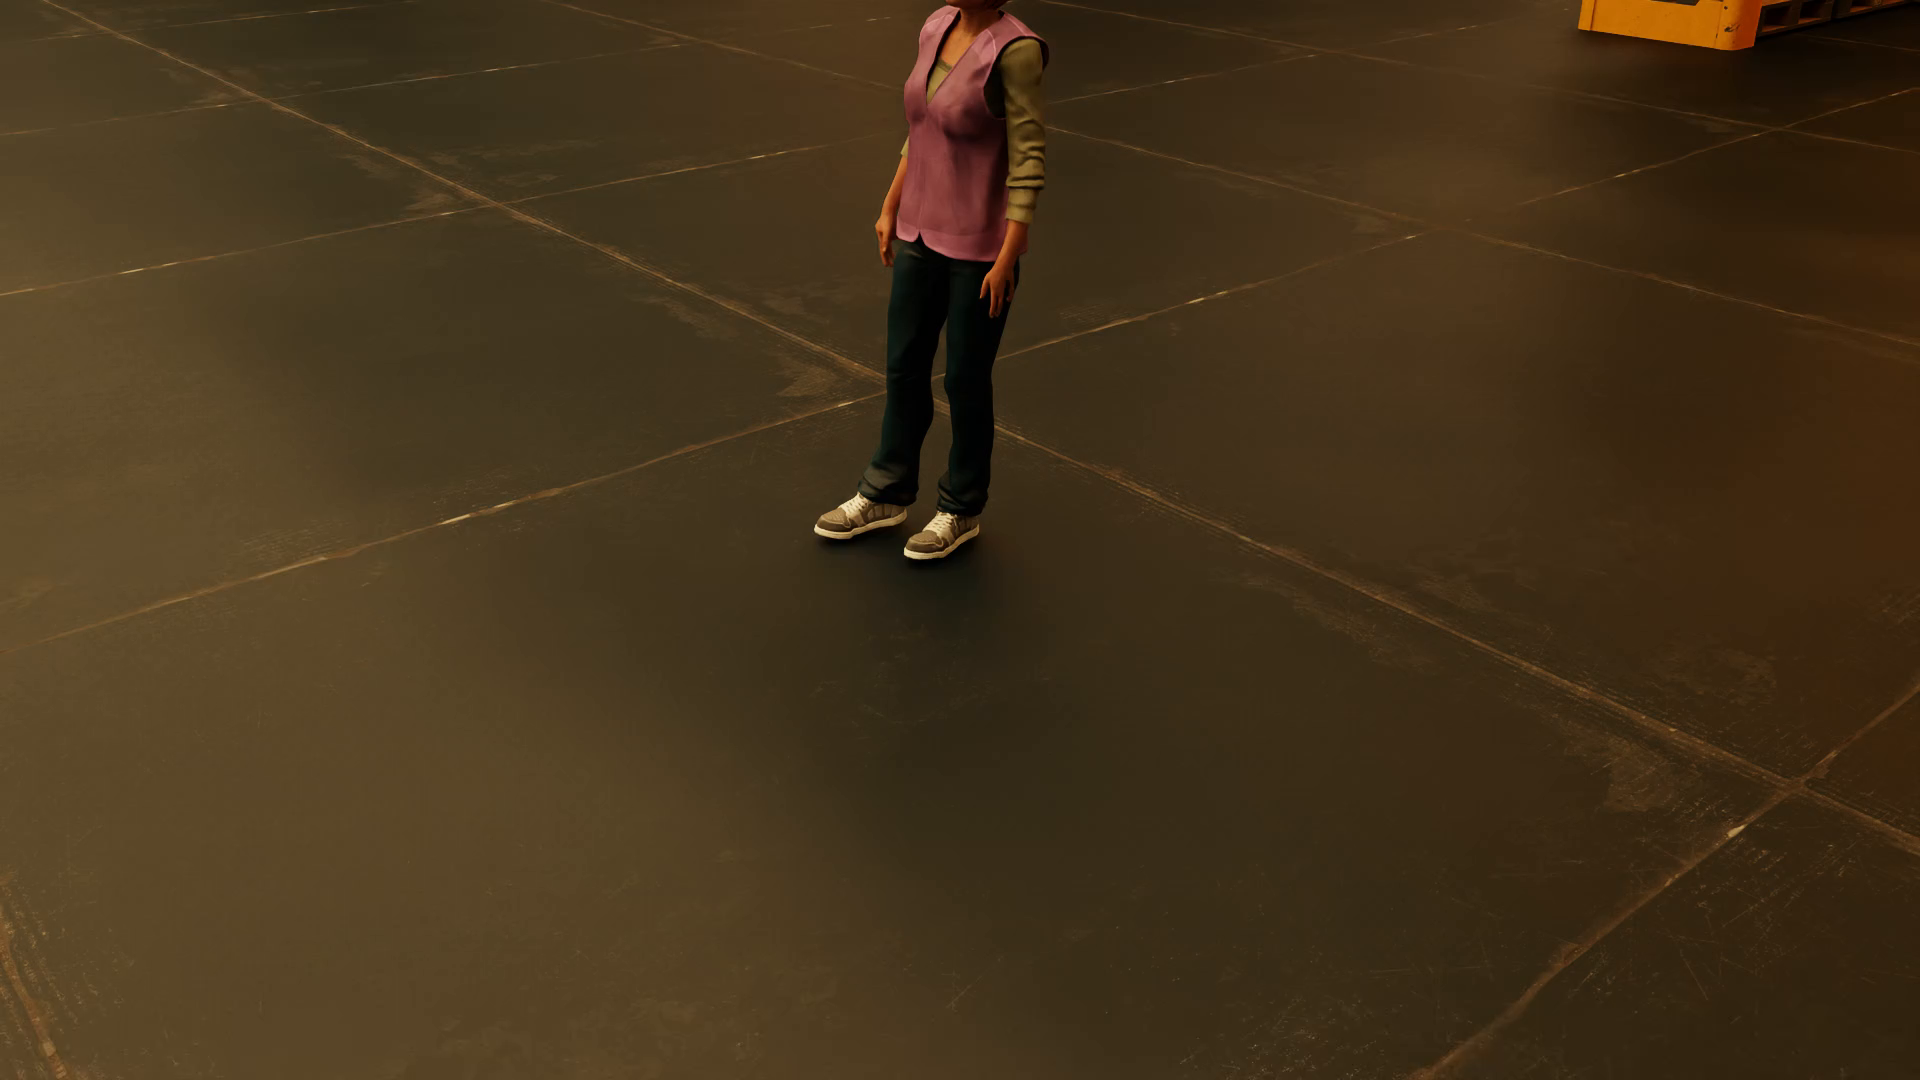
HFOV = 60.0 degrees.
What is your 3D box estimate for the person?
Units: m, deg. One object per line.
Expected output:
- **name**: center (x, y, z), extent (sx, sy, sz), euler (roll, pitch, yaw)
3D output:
- **person**: center (-0.066, -0.699, 4.113), extent (0.473, 1.584, 0.521), euler (-20, 33, -35)
